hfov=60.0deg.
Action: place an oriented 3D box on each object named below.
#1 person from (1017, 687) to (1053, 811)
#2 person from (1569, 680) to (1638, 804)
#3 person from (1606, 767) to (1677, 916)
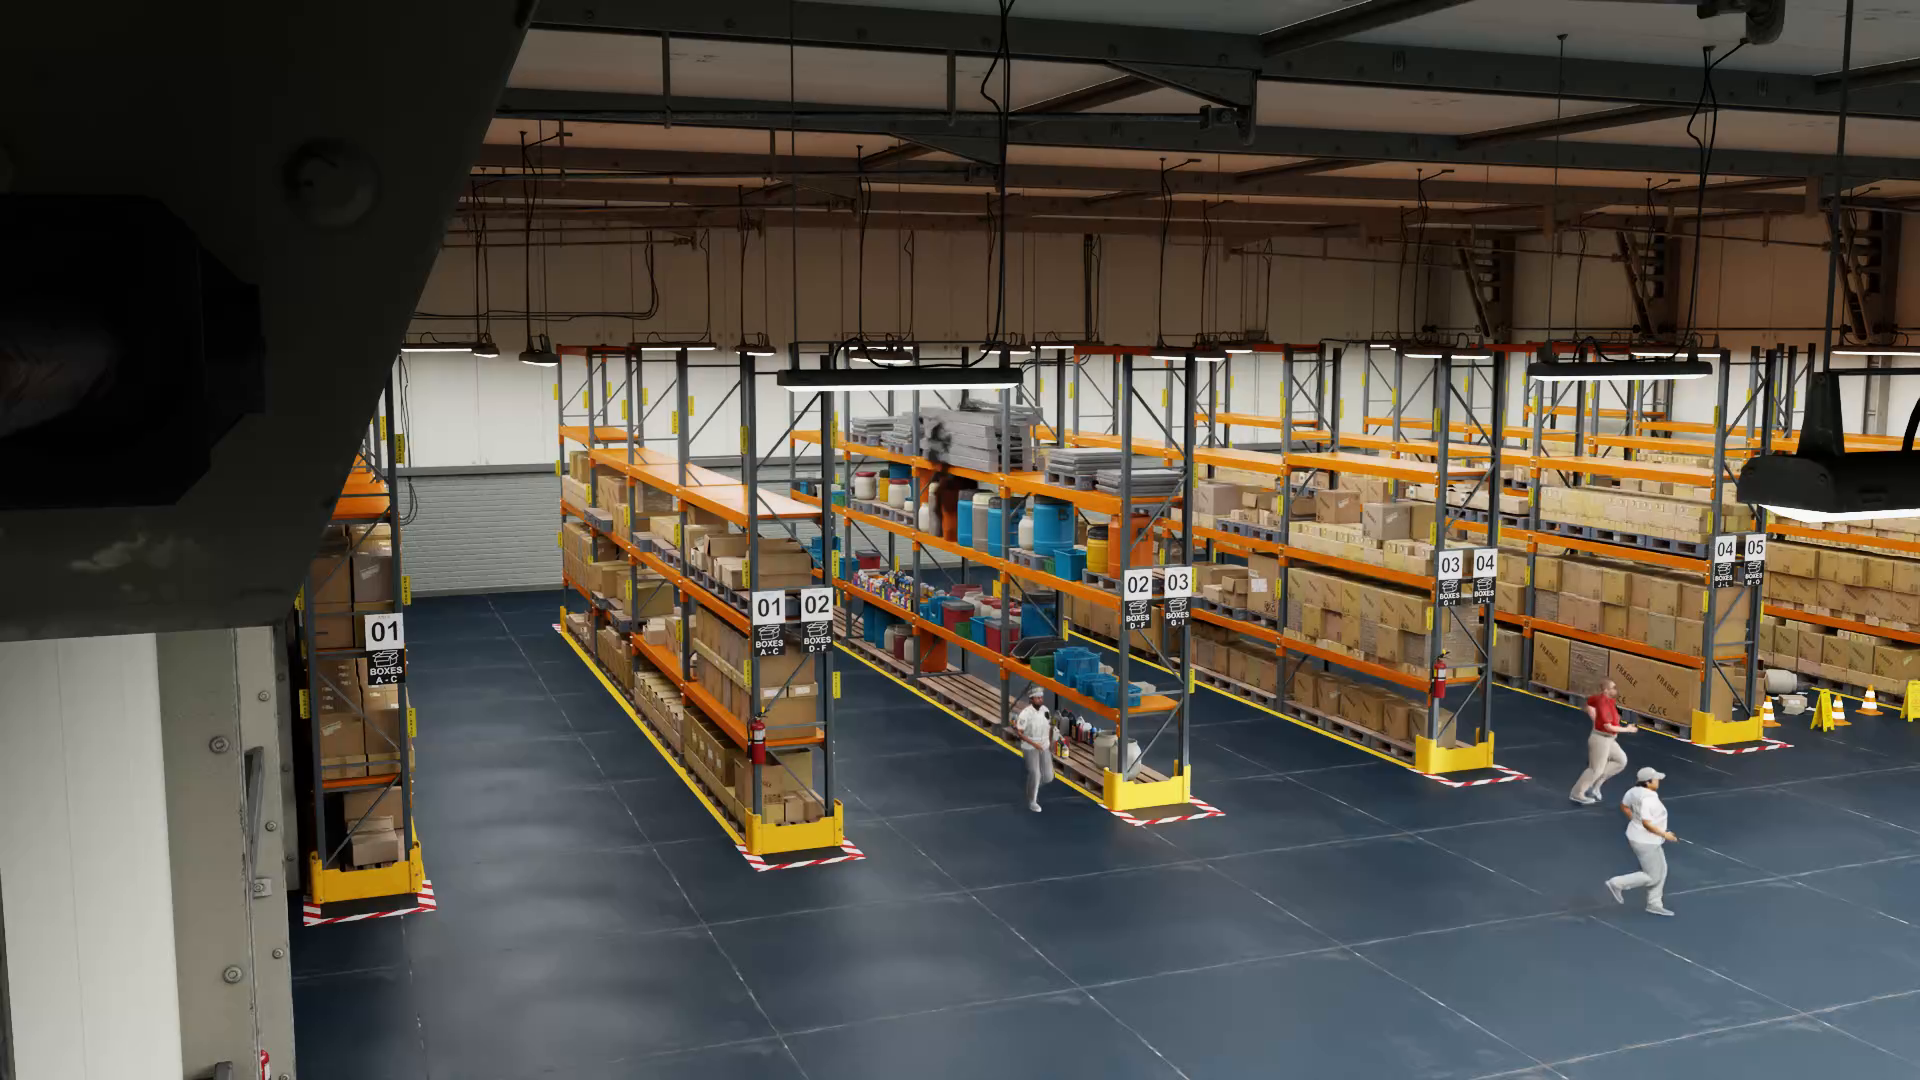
[{"bbox_3d":[1.017,2.736,21.922,0.604,1.658,0.584,-5,9,-32],"label":"person"},{"bbox_3d":[8.585,2.675,22.143,0.815,1.675,0.688,3,8,22],"label":"person"},{"bbox_3d":[7.375,3.263,17.994,0.764,1.651,0.616,1,7,6],"label":"person"}]
